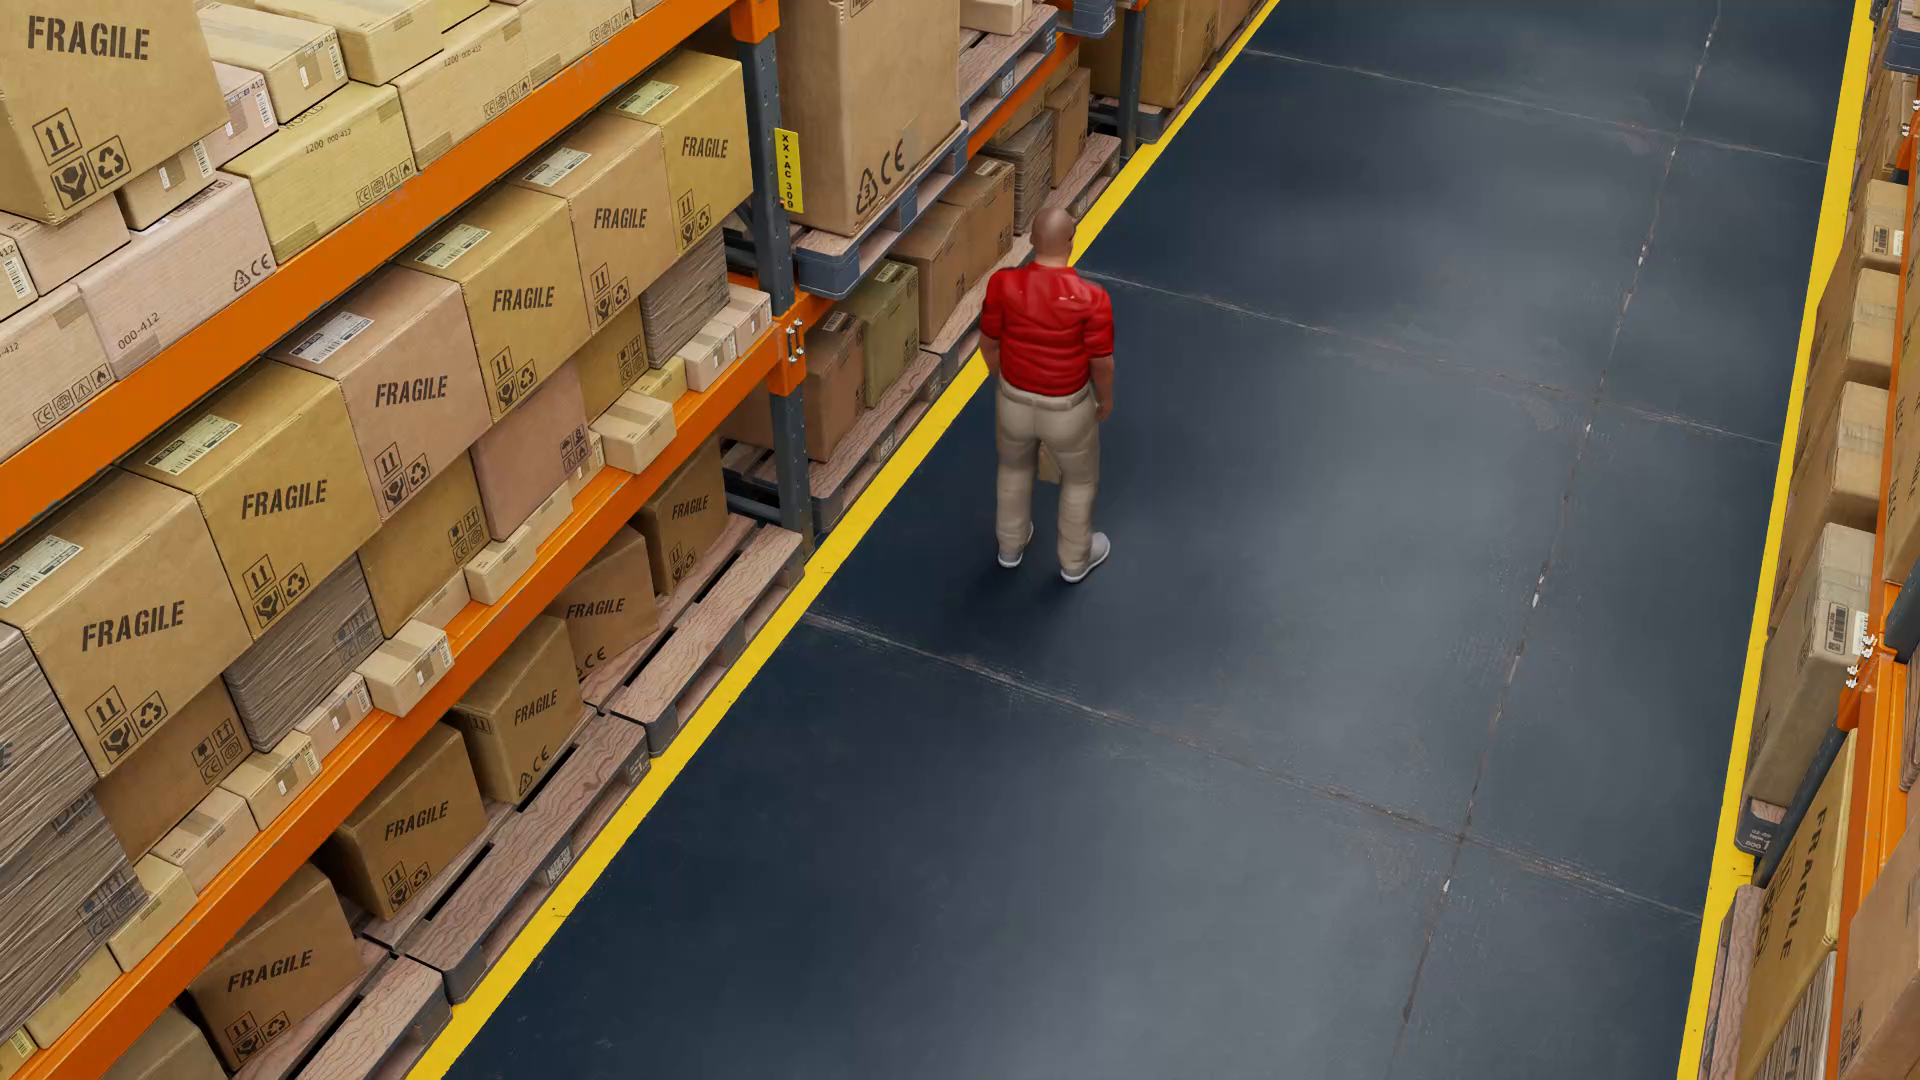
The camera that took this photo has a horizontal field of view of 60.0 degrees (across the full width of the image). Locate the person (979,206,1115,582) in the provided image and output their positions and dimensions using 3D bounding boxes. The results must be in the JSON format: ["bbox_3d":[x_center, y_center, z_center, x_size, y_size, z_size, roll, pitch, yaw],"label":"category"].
[{"bbox_3d":[0.359,-0.574,6.811,0.563,1.730,0.391,14,44,15],"label":"person"}]
